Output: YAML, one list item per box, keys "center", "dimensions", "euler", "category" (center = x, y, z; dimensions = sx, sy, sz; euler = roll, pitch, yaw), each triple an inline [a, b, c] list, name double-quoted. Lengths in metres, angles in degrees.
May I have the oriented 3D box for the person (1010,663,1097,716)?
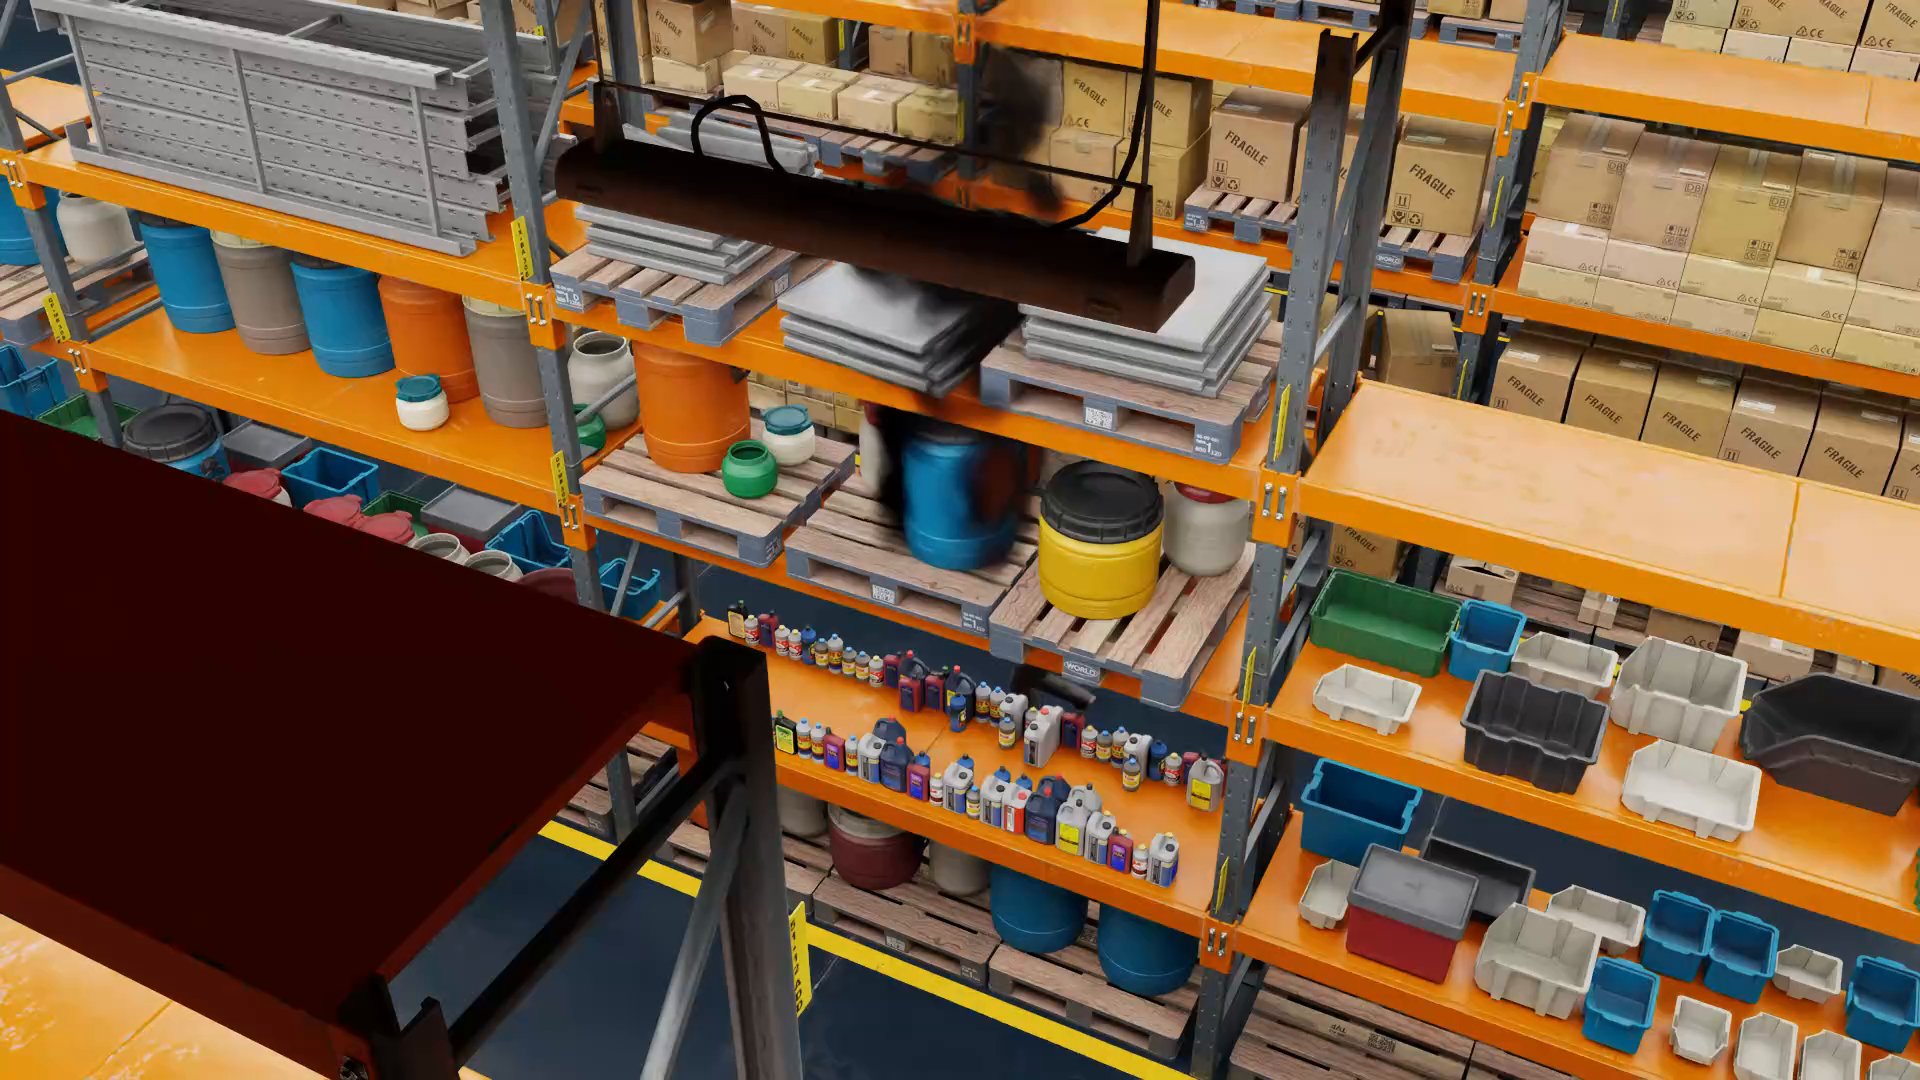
- center: [0.608, 0.724, 10.960]
  dimensions: [0.577, 1.620, 0.582]
  euler: [14, 37, 19]
  category: "person"
